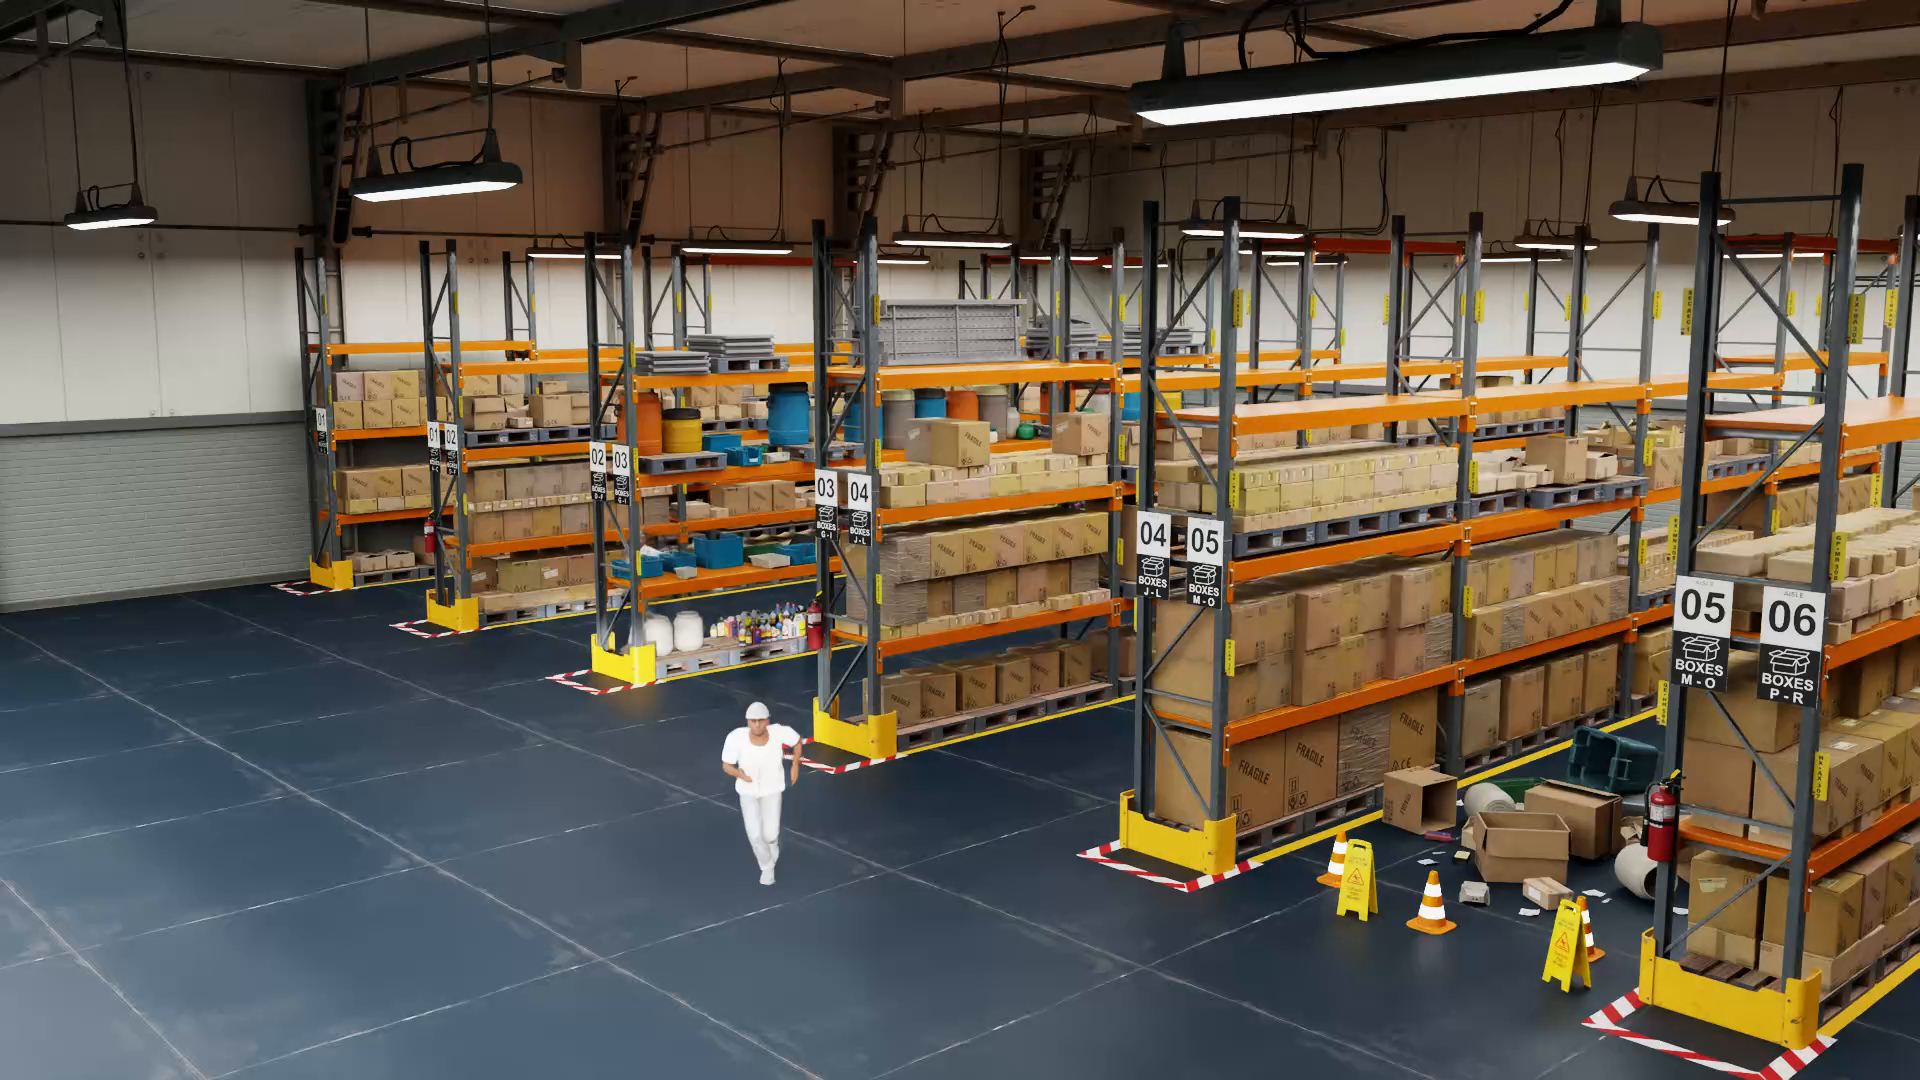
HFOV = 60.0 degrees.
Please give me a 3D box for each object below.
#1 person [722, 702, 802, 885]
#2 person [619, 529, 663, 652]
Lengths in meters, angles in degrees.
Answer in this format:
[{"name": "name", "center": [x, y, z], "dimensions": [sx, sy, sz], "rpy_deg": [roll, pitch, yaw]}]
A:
[{"name": "person", "center": [-1.726, 2.221, 14.517], "dimensions": [0.678, 1.694, 0.687], "rpy_deg": [0, 8, -2]}, {"name": "person", "center": [-4.681, 0.704, 24.422], "dimensions": [0.662, 1.778, 0.973], "rpy_deg": [6, 10, 37]}]
